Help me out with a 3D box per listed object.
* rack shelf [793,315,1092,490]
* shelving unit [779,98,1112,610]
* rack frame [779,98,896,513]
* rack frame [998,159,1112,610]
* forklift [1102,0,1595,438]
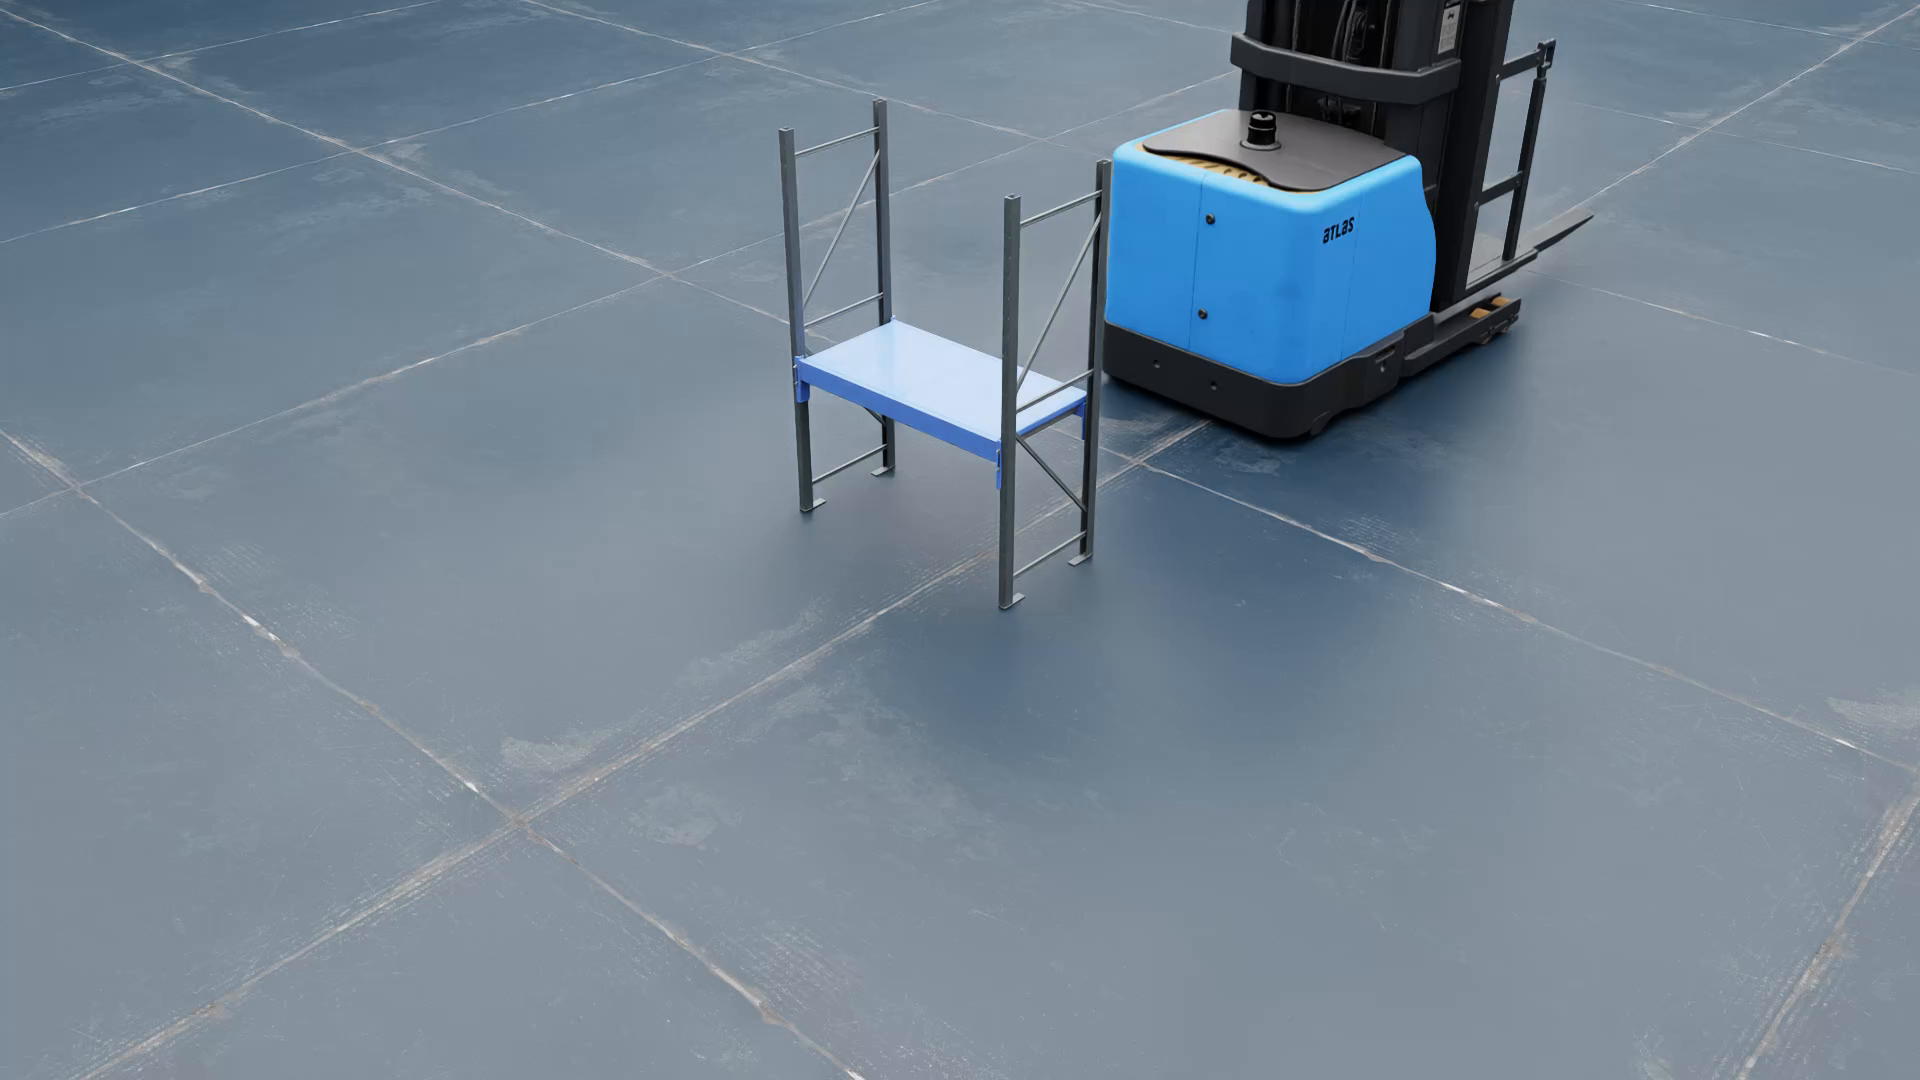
[{"bbox_3d":[-0.063,-0.518,6.005,1.000,0.185,0.538,25,39,35],"label":"rack shelf"},{"bbox_3d":[-0.063,-0.672,5.912,1.048,1.500,0.538,25,39,35],"label":"shelving unit"},{"bbox_3d":[-0.440,-0.848,6.204,0.032,1.500,0.500,25,39,35],"label":"rack frame"},{"bbox_3d":[0.314,-0.496,5.620,0.032,1.500,0.500,25,39,35],"label":"rack frame"},{"bbox_3d":[2.007,-2.333,7.284,1.130,2.935,3.031,27,40,37],"label":"forklift"}]
